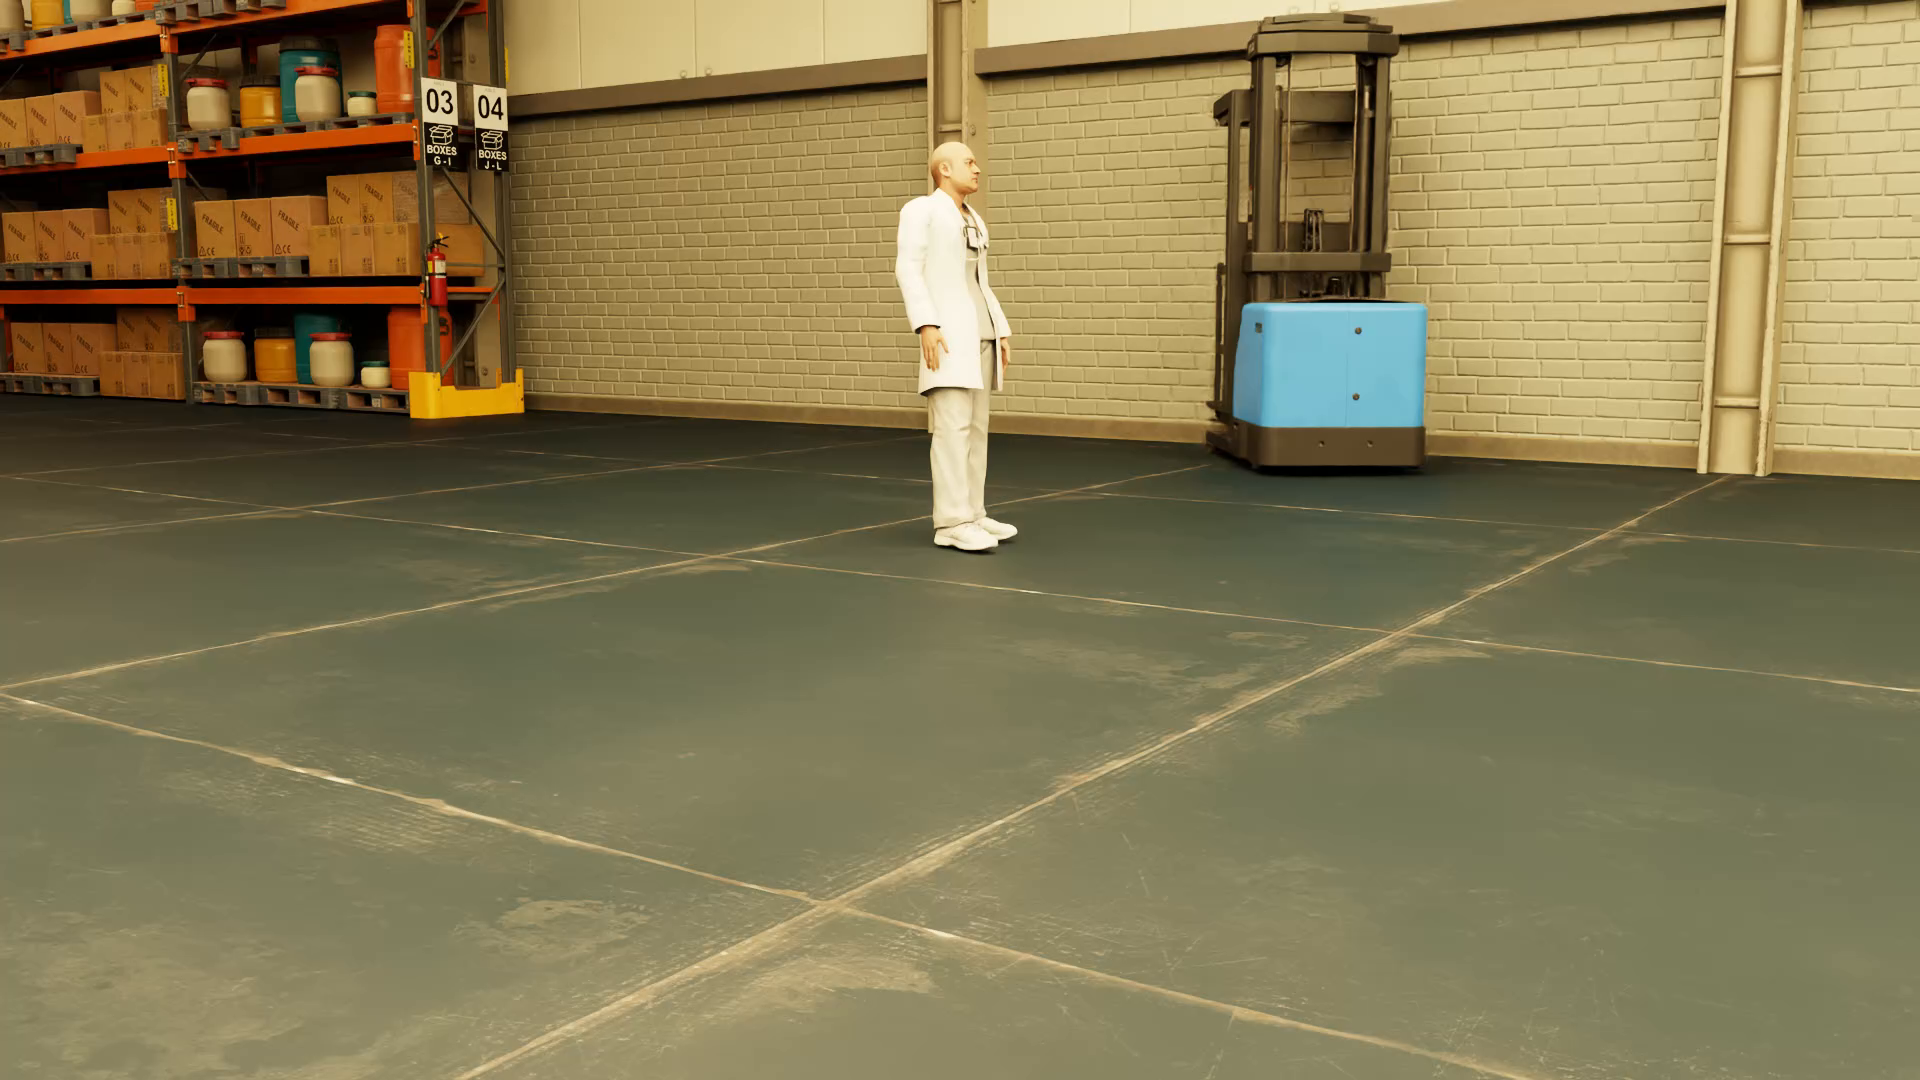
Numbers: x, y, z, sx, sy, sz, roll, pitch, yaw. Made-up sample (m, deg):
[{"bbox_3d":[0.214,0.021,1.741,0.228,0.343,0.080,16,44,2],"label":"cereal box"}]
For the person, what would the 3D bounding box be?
[{"bbox_3d":[0.072,-0.879,7.423,0.581,1.775,0.696,5,10,34],"label":"person"}]

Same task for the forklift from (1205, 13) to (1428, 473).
[{"bbox_3d":[2.362,-2.053,11.628,1.130,2.935,3.031,0,8,-1],"label":"forklift"}]
